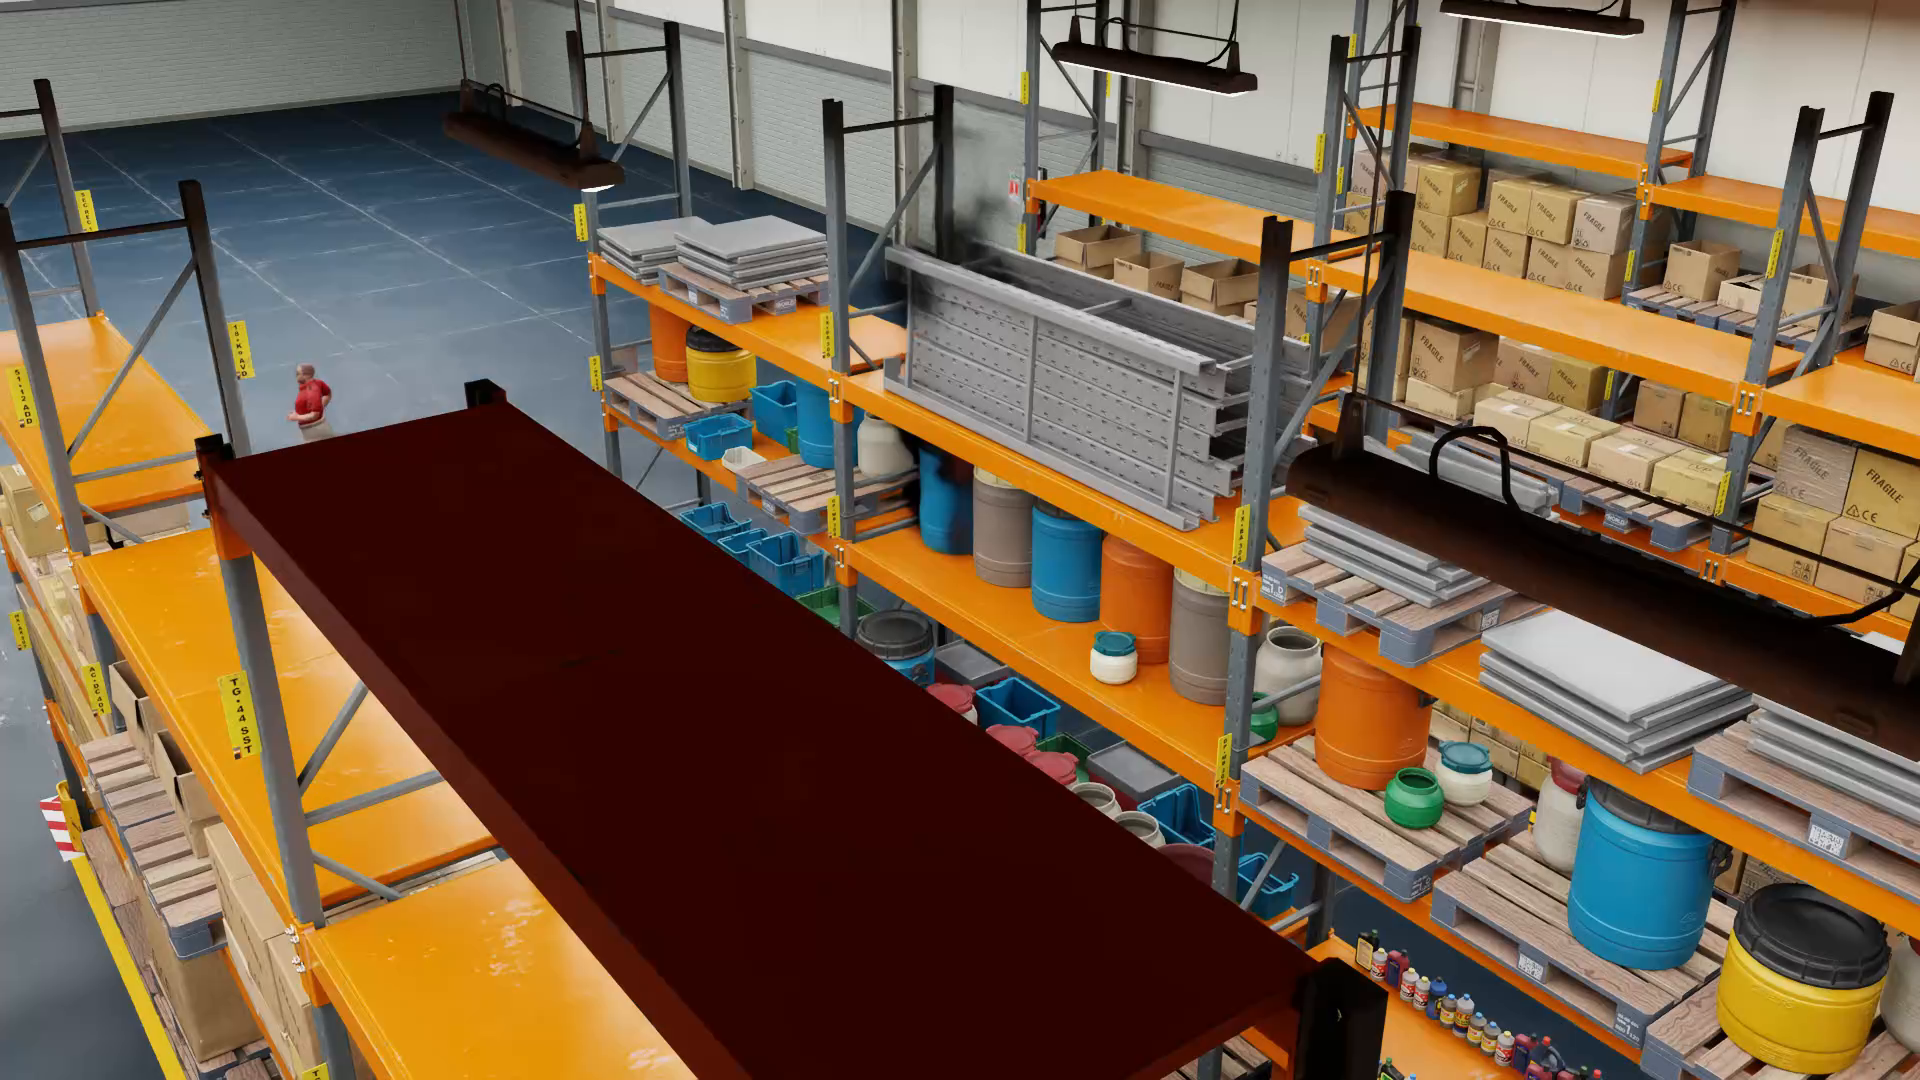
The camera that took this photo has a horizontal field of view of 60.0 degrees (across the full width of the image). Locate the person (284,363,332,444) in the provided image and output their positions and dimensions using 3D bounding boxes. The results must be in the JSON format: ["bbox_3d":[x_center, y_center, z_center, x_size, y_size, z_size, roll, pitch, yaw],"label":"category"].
[{"bbox_3d":[-7.620,-1.273,19.659,0.832,1.716,0.678,-9,26,-18],"label":"person"}]

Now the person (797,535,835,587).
[{"bbox_3d":[-1.379,0.120,16.774,0.596,1.644,0.862,-17,30,-32],"label":"person"}]
